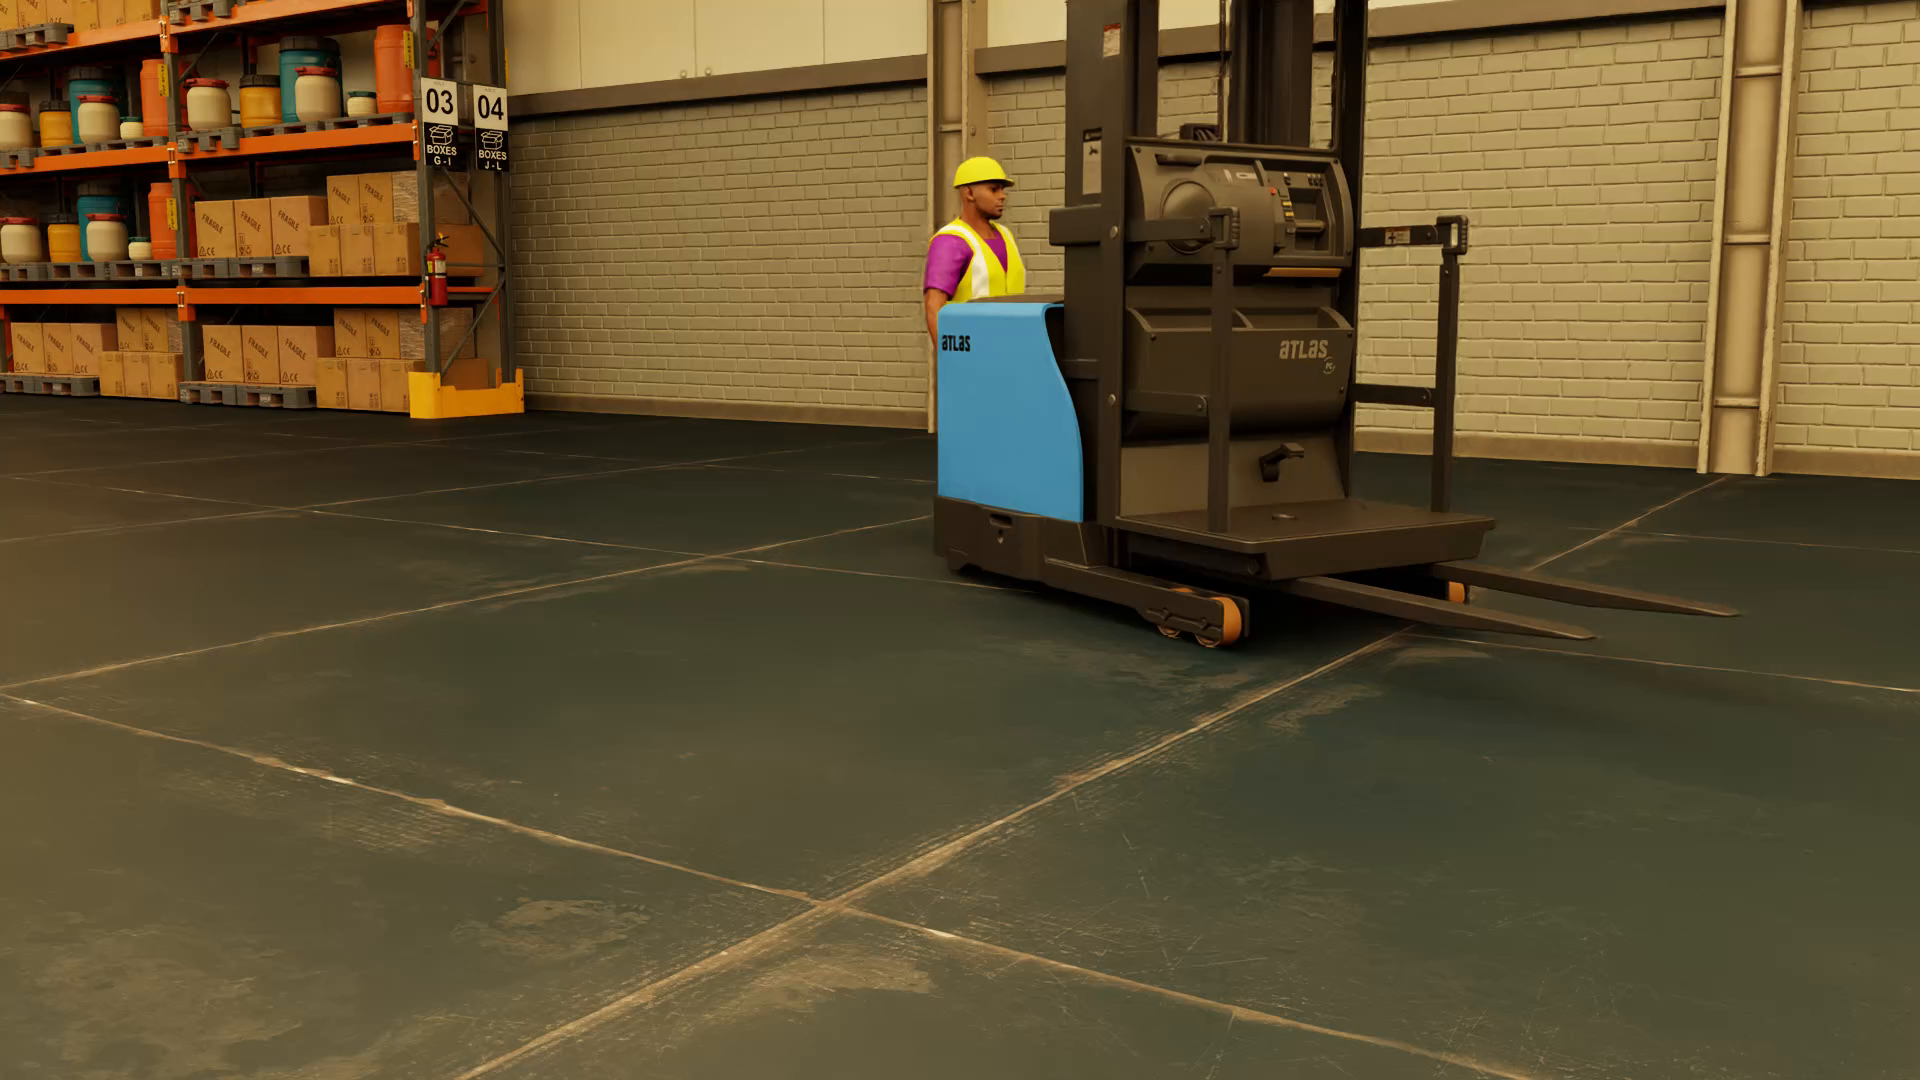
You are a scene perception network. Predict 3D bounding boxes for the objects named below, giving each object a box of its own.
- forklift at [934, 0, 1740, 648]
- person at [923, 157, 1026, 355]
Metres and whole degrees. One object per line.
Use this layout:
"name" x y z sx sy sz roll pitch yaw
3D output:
"forklift" 1.089 -1.185 5.529 1.130 2.935 3.031 -5 9 -31
"person" 0.189 -0.833 7.416 0.624 1.727 0.746 7 11 41
